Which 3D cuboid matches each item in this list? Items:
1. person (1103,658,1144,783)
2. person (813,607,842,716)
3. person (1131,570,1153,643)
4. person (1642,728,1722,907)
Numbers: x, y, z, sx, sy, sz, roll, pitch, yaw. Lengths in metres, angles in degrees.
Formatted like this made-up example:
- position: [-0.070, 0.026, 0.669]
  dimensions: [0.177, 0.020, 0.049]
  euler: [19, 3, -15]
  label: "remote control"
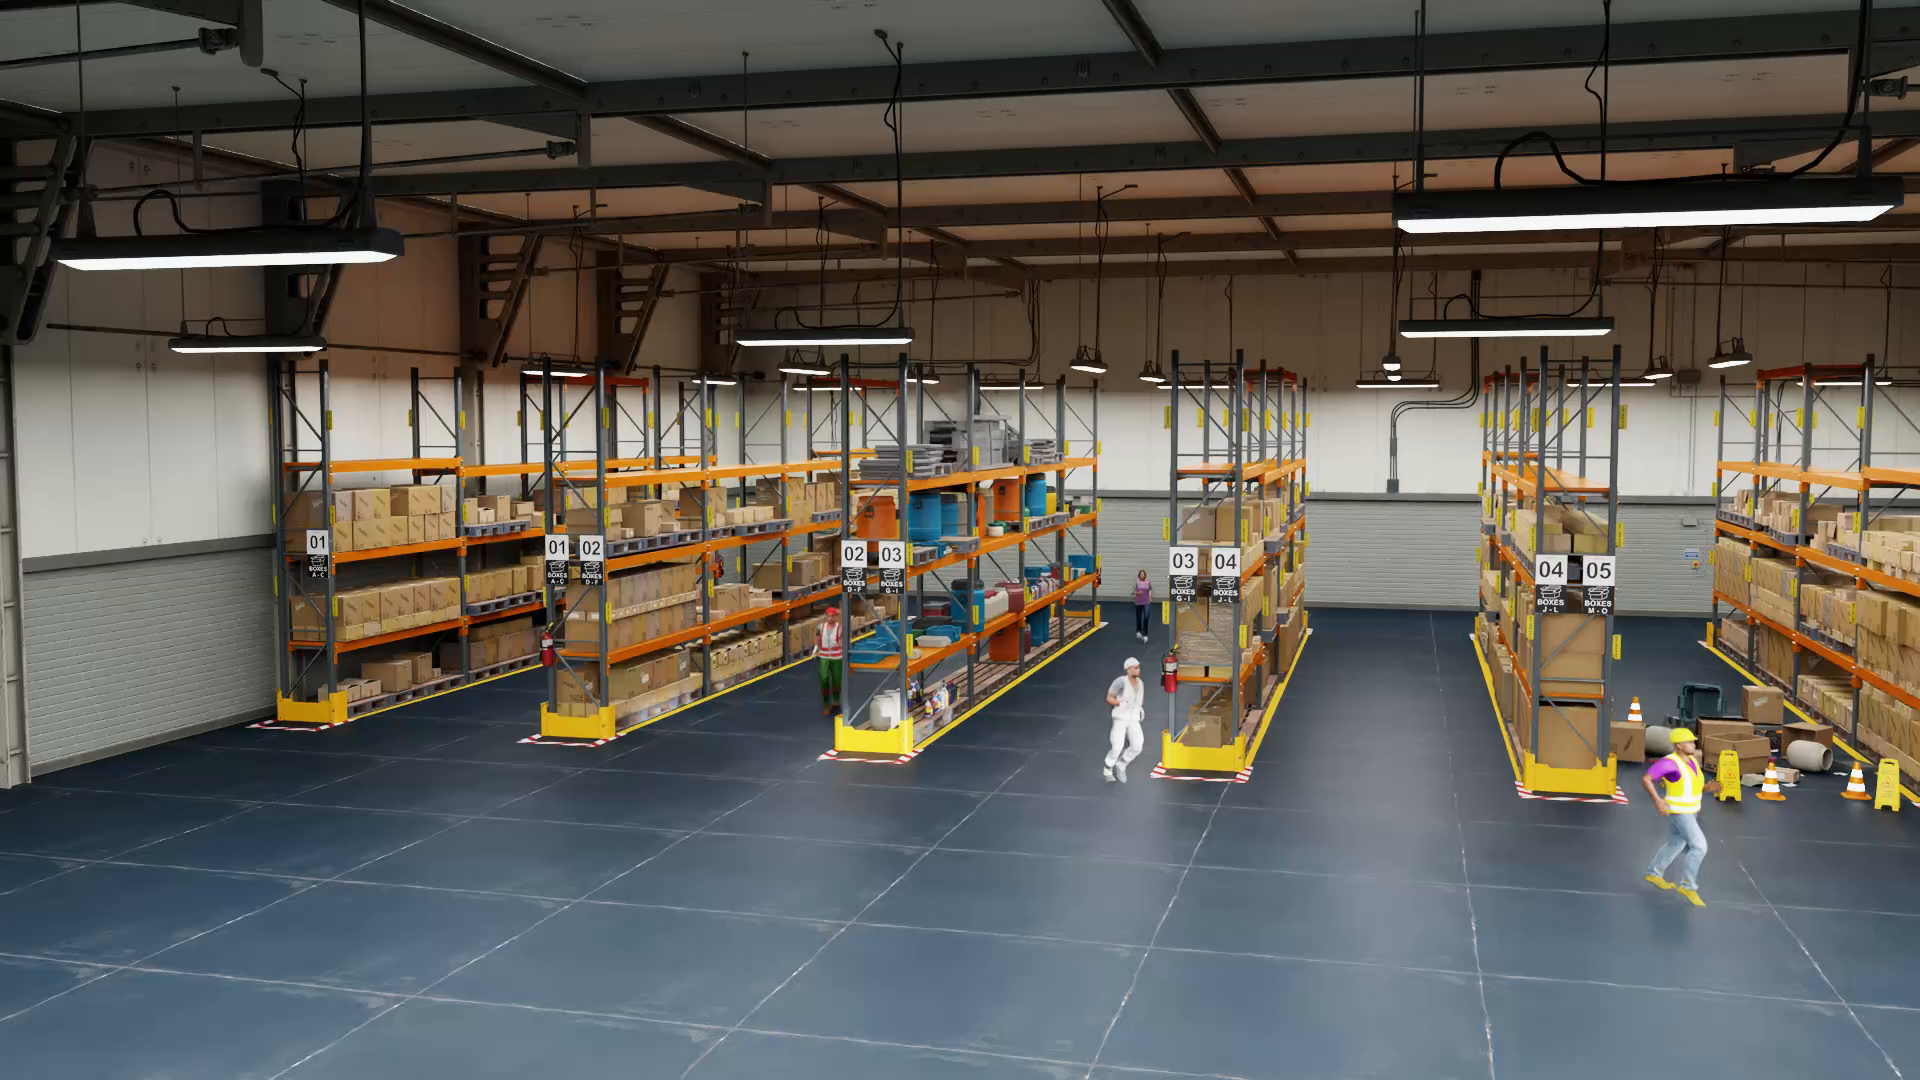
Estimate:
- position: [2.343, 2.488, 22.905]
  dimensions: [0.662, 1.732, 0.612]
  euler: [-2, 4, -23]
  label: "person"
- position: [-2.205, 2.060, 28.433]
  dimensions: [0.643, 1.844, 0.876]
  euler: [0, 4, 0]
  label: "person"
- position: [4.121, 1.484, 37.630]
  dimensions: [0.523, 1.634, 0.709]
  euler: [0, 4, 0]
  label: "person"
- position: [7.536, 2.872, 17.364]
  dimensions: [0.765, 1.828, 0.666]
  euler: [4, 6, 43]
  label: "person"
